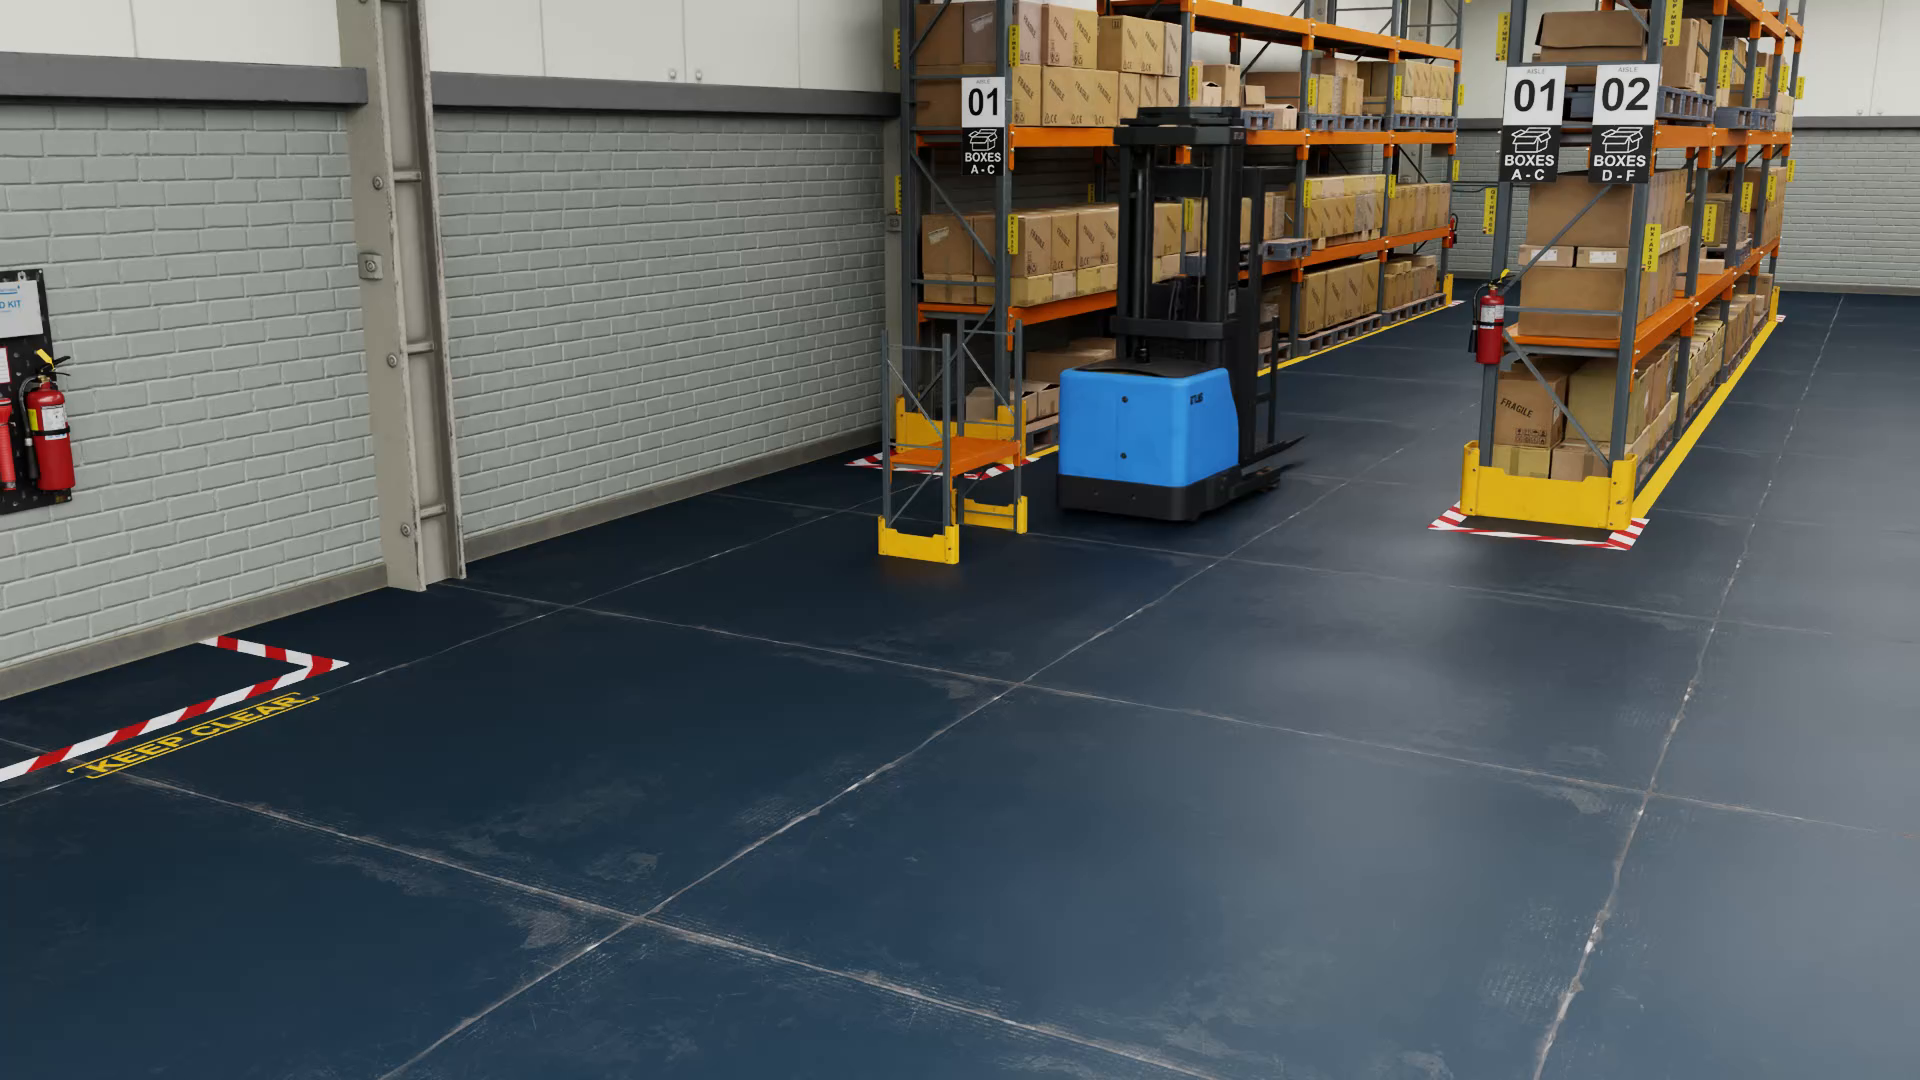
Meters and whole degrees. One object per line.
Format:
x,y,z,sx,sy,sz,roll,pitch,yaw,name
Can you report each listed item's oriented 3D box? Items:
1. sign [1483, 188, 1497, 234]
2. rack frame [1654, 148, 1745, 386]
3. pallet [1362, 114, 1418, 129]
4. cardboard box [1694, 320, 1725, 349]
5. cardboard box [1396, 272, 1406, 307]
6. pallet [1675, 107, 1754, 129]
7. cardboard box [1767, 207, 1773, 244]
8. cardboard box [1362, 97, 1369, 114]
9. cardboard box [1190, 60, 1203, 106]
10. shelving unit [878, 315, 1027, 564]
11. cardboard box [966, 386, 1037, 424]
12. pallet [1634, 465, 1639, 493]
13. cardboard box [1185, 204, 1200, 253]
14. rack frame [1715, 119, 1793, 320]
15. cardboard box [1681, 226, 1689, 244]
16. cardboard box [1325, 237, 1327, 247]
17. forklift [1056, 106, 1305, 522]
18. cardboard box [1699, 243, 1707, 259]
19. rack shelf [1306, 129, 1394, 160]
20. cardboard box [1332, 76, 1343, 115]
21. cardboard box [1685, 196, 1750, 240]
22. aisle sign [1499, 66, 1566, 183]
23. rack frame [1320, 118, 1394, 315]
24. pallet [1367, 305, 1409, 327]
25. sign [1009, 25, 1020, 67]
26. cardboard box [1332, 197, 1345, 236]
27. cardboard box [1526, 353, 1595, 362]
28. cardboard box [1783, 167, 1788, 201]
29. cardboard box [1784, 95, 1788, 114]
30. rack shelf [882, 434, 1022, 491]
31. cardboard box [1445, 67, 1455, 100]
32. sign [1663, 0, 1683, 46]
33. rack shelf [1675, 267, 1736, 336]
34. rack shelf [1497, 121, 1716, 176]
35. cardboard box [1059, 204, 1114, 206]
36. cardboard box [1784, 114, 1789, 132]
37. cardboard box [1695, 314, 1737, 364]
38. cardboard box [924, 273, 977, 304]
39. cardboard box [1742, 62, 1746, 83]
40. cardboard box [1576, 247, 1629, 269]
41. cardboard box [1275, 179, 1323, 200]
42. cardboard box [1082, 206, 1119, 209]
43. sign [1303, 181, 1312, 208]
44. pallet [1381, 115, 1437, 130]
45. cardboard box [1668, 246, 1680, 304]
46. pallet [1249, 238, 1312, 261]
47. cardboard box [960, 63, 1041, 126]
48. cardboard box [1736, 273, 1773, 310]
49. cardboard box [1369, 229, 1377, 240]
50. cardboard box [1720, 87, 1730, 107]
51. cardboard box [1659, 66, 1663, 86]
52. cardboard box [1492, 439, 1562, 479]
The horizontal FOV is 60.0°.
3.832,-2.369,11.986,0.100,0.325,0.005,7,15,28,sign
8.168,-3.268,18.690,1.000,3.000,0.127,7,15,28,rack frame
6.168,-6.231,24.770,1.003,0.211,1.213,7,15,28,pallet
8.130,-2.273,18.336,0.500,0.311,0.500,8,16,30,cardboard box
6.460,-3.883,25.677,0.700,0.500,0.500,7,15,27,cardboard box
7.380,-4.256,16.788,1.003,0.211,1.213,8,16,31,pallet
10.831,-4.317,22.826,0.500,0.500,0.500,8,16,29,cardboard box
5.889,-6.455,24.717,0.500,0.250,0.500,8,15,29,cardboard box
2.230,-4.822,17.626,0.500,0.500,0.500,10,17,36,cardboard box
-0.037,-0.713,11.293,0.587,1.500,1.083,7,15,28,shelving unit
0.375,-1.226,15.017,0.500,0.311,0.500,6,15,22,cardboard box
4.633,-0.433,12.880,1.003,0.211,1.213,7,15,28,pallet
2.172,-3.371,17.965,0.700,0.500,0.500,7,15,28,cardboard box
12.035,-4.910,25.499,1.000,3.000,0.127,7,15,28,rack frame
6.290,-2.732,14.867,0.380,0.149,0.250,7,15,28,cardboard box
4.655,-3.973,22.107,0.380,0.149,0.250,8,16,29,cardboard box
1.903,-1.849,12.949,1.130,2.935,3.031,8,16,30,forklift
7.954,-3.155,18.412,0.500,0.311,0.500,9,16,32,cardboard box
4.796,-5.348,22.450,1.077,0.370,4.000,7,15,28,rack shelf
4.731,-5.985,22.407,0.700,0.500,0.500,7,15,28,cardboard box
9.301,-3.972,20.501,0.700,0.500,0.500,3,14,14,cardboard box
4.011,-2.911,11.660,0.394,0.787,0.004,7,15,28,aisle sign
5.763,-4.650,24.419,1.000,3.000,0.127,7,15,28,rack frame
6.199,-3.441,25.356,1.003,0.211,1.213,7,15,28,pallet
0.437,-4.009,13.498,0.100,0.325,0.005,7,15,28,sign
4.791,-4.311,22.123,0.500,0.500,0.500,7,15,28,cardboard box
5.013,-1.312,13.947,0.500,0.500,0.500,7,15,28,cardboard box
12.061,-5.322,24.862,0.500,0.500,0.500,7,15,28,cardboard box
11.287,-6.096,23.271,0.500,0.250,0.500,7,15,28,cardboard box
-0.041,-0.537,11.327,0.538,0.185,1.000,7,15,28,rack shelf
7.582,-7.292,26.589,0.500,0.500,0.500,7,15,28,cardboard box
4.783,-3.485,11.153,0.100,0.325,0.005,7,15,28,sign
7.201,-2.508,17.073,1.077,0.370,4.000,7,15,28,rack shelf
5.267,-3.146,13.317,1.077,0.370,4.000,7,15,28,rack shelf
1.232,-3.131,16.798,0.500,0.500,0.500,7,15,28,cardboard box
11.536,-5.954,23.751,0.500,0.250,0.500,7,15,28,cardboard box
8.638,-2.328,19.185,0.500,0.500,0.500,8,16,30,cardboard box
0.018,-2.242,14.711,0.500,0.250,0.500,8,16,29,cardboard box
9.151,-5.480,20.140,0.600,0.600,0.600,7,15,26,cardboard box
4.679,-2.047,12.027,0.380,0.149,0.250,7,15,28,cardboard box
4.289,-4.466,21.168,0.500,0.250,0.500,8,16,29,cardboard box
1.449,-2.972,16.140,0.500,0.500,0.500,7,15,26,cardboard box
4.309,-4.294,20.642,0.100,0.325,0.005,7,15,28,sign
6.759,-6.481,25.804,1.003,0.211,1.213,7,15,28,pallet
6.025,-2.405,14.894,0.700,0.500,0.500,7,15,27,cardboard box
3.578,-3.577,20.381,1.213,0.211,1.003,7,15,28,pallet
0.343,-3.744,14.009,0.500,0.500,0.500,8,16,30,cardboard box
11.988,-3.769,25.161,0.500,0.500,0.500,7,15,28,cardboard box
5.746,-4.381,23.800,0.380,0.149,0.250,8,16,29,cardboard box
7.760,-4.649,17.440,0.500,0.250,0.500,8,16,30,cardboard box
5.023,-3.457,12.413,0.380,0.149,0.250,7,15,28,cardboard box
4.301,-0.638,12.751,0.500,0.250,0.500,7,15,28,cardboard box
